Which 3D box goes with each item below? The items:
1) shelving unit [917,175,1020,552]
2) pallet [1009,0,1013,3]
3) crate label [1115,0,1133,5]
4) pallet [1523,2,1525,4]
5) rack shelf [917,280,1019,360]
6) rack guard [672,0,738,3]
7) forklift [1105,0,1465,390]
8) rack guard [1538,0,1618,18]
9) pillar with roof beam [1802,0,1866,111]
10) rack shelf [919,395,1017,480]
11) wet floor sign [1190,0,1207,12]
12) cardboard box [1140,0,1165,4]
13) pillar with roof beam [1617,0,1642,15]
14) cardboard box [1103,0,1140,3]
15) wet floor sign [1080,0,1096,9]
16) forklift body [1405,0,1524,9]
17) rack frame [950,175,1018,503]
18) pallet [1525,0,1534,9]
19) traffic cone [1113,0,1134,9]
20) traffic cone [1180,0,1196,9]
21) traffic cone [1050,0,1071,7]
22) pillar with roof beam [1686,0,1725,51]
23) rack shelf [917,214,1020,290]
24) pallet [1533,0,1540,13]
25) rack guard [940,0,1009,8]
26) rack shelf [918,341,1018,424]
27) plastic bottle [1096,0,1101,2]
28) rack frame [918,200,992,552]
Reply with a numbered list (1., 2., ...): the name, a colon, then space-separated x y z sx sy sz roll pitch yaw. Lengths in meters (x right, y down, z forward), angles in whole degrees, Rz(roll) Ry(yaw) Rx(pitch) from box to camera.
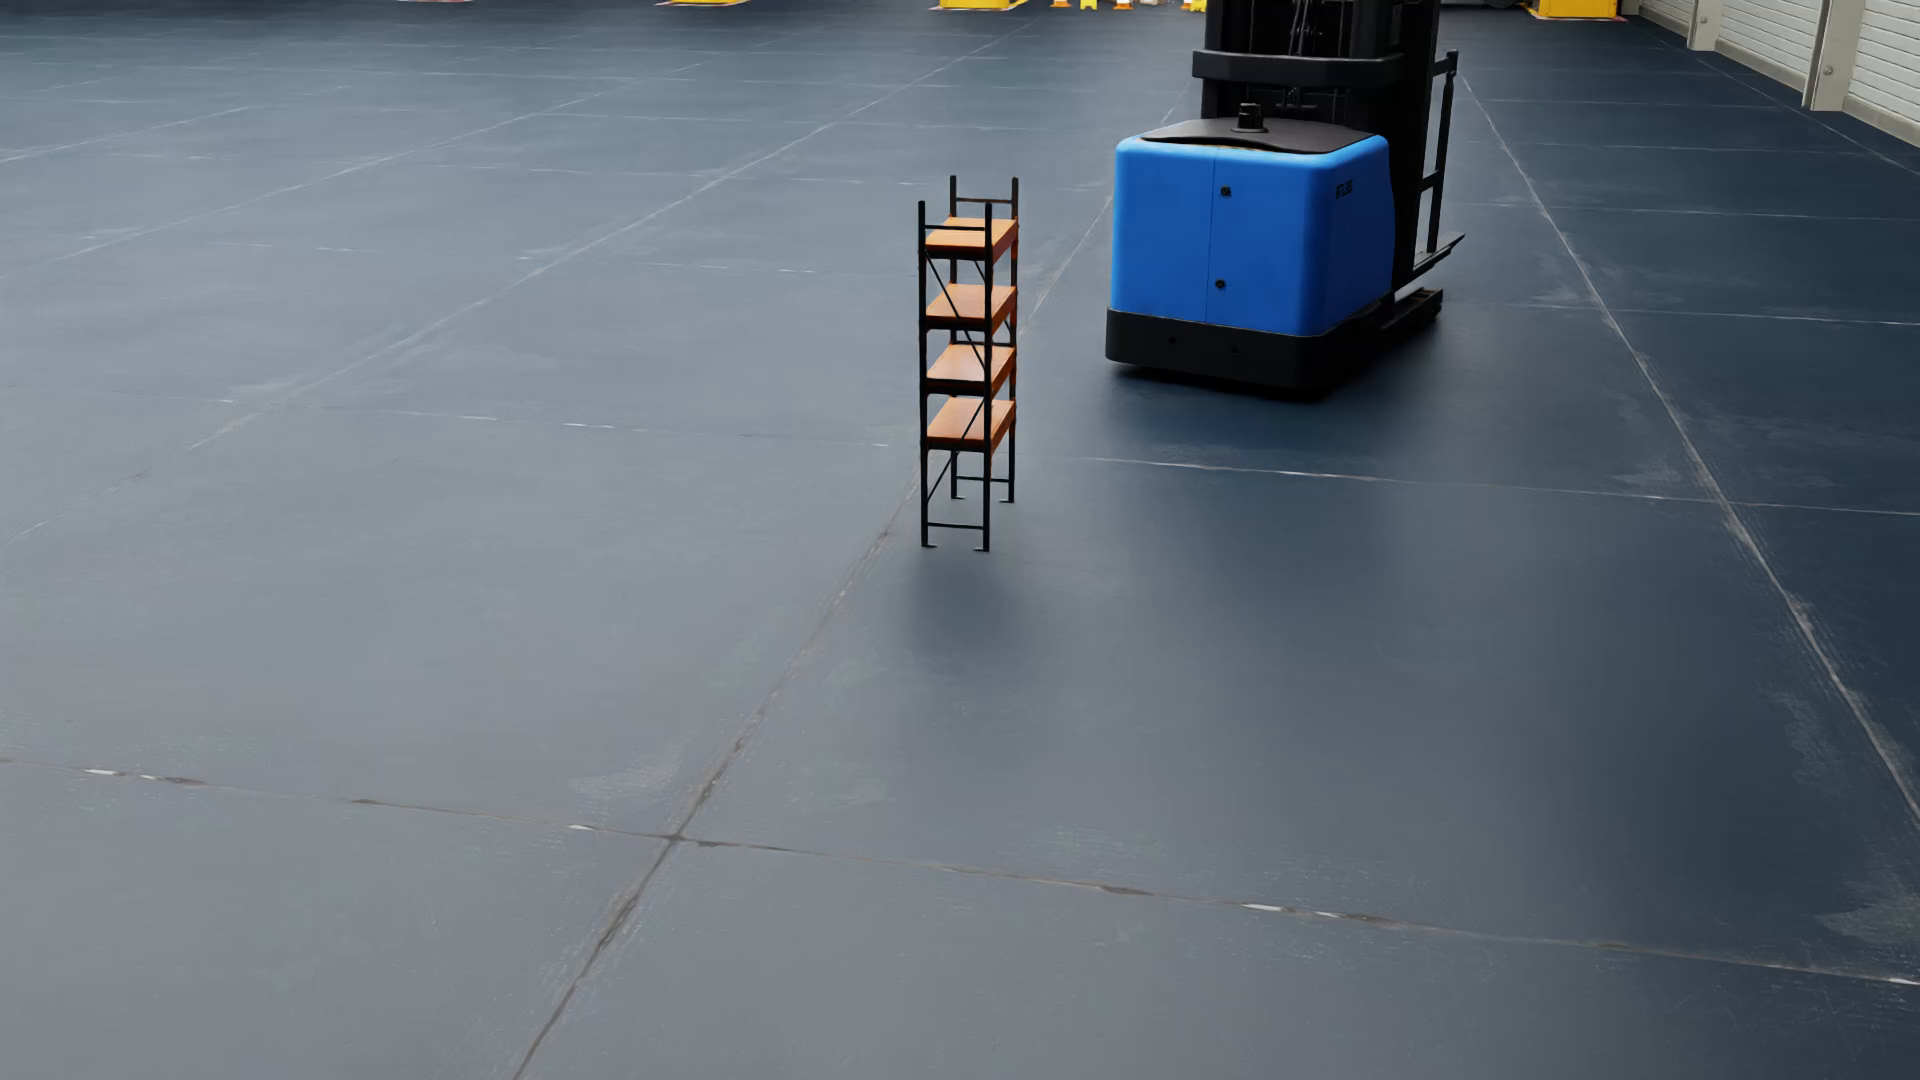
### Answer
1. shelving unit: 0.034 -0.617 5.780 0.258 1.200 0.503 4 22 11
2. pallet: 0.336 -9.594 29.394 1.003 0.211 1.213 4 22 11
3. crate label: 2.885 -9.429 29.083 0.250 0.136 0.298 -7 23 -17
4. pallet: 10.589 -9.754 29.789 1.003 0.211 1.213 4 22 11
5. rack shelf: 0.034 -0.762 5.721 0.258 0.148 0.480 4 22 11
6. rack guard: -4.570 -9.873 29.698 1.175 0.500 0.348 4 22 11
7. forklift: 1.872 -2.522 8.191 1.130 2.935 3.031 13 25 29
8. rack guard: 9.971 -8.704 26.796 1.175 0.500 0.348 4 22 11
9. pillar with roof beam: 4.338 -8.780 15.609 9.100 9.000 0.400 4 22 11
10. rack shelf: 0.034 -0.371 5.879 0.258 0.148 0.480 4 22 11
11. wet floor sign: 4.030 -9.169 27.756 0.267 0.644 0.232 13 25 29
12. cardboard box: 3.406 -9.560 29.391 0.380 0.149 0.250 18 28 38
13. pillar with roof beam: 6.786 -13.169 26.506 9.100 9.000 0.400 4 22 11
14. cardboard box: 2.996 -9.926 29.827 0.797 0.503 0.637 -11 25 -26
15. wet floor sign: 2.182 -9.336 28.170 0.267 0.644 0.232 1 22 2
16. forklift body: 8.577 -10.311 28.576 2.313 2.155 1.214 4 22 11
17. rack frame: 0.084 -0.706 6.001 0.240 1.200 0.015 4 22 11
18. pallet: 10.342 -9.306 28.678 1.003 0.211 1.213 4 22 11
19. traffic cone: 2.785 -9.288 28.296 0.336 0.463 0.334 4 22 11
20. traffic cone: 3.941 -9.328 28.395 0.336 0.463 0.334 4 22 11
21. traffic cone: 1.748 -9.499 28.819 0.336 0.463 0.334 4 22 11
22. pillar with roof beam: 5.562 -10.975 21.058 9.100 9.000 0.400 4 22 11
23. rack shelf: 0.034 -0.982 5.633 0.258 0.148 0.480 4 22 11
24. pallet: 10.091 -8.861 27.574 1.003 0.211 1.213 4 22 11
25. rack guard: 0.245 -9.421 28.577 1.175 0.500 0.348 4 22 11
26. rack shelf: 0.034 -0.555 5.805 0.258 0.148 0.480 4 22 11
27. plastic bottle: 2.446 -9.755 29.994 0.133 0.061 0.283 -3 22 -8
28. rack frame: -0.016 -0.528 5.558 0.240 1.200 0.015 4 22 11
